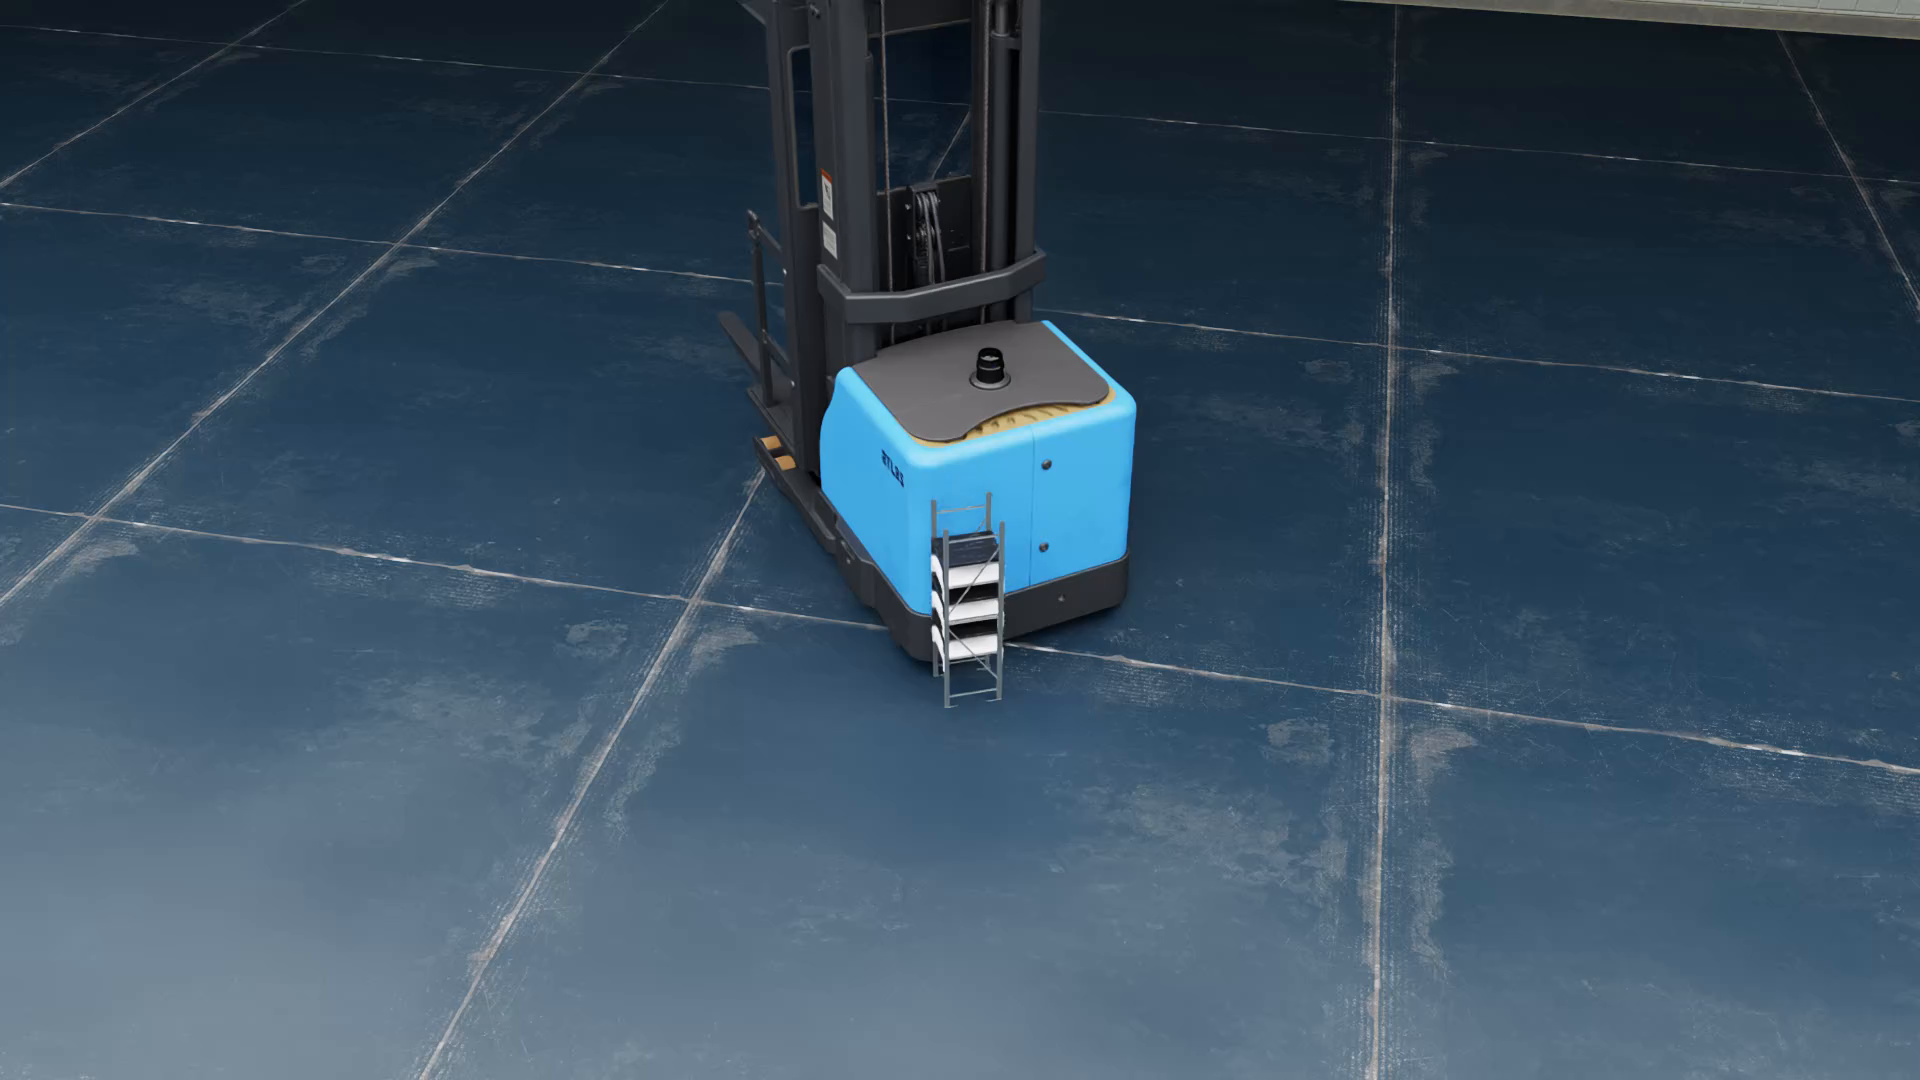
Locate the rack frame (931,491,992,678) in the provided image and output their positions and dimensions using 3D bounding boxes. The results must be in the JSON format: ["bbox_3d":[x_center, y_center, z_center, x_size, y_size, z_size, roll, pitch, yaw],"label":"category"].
[{"bbox_3d":[0.006,0.193,6.717,0.240,0.900,0.006,-8,37,-11],"label":"rack frame"}]

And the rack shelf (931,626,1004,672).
[{"bbox_3d":[0.029,0.424,6.762,0.258,0.077,0.200,-8,37,-11],"label":"rack shelf"}]

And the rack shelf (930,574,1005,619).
[{"bbox_3d":[0.030,0.205,6.603,0.258,0.077,0.200,-8,37,-11],"label":"rack shelf"}]

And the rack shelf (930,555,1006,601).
[{"bbox_3d":[0.030,0.132,6.551,0.258,0.077,0.200,-8,37,-11],"label":"rack shelf"}]

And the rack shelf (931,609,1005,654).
[{"bbox_3d":[0.029,0.351,6.709,0.258,0.077,0.200,-8,37,-11],"label":"rack shelf"}]

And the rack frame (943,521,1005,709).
[{"bbox_3d":[0.053,0.309,6.557,0.240,0.900,0.006,-8,37,-11],"label":"rack frame"}]

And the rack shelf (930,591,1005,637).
[{"bbox_3d":[0.029,0.278,6.656,0.258,0.077,0.200,-8,37,-11],"label":"rack shelf"}]

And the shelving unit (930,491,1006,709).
[{"bbox_3d":[0.030,0.251,6.637,0.258,0.900,0.210,-8,37,-11],"label":"shelving unit"}]

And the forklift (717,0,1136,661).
[{"bbox_3d":[-0.365,-1.534,7.369,1.130,2.935,3.031,-16,39,-21],"label":"forklift"}]

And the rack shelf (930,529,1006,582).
[{"bbox_3d":[0.030,0.059,6.498,0.258,0.077,0.200,-8,37,-11],"label":"rack shelf"}]
